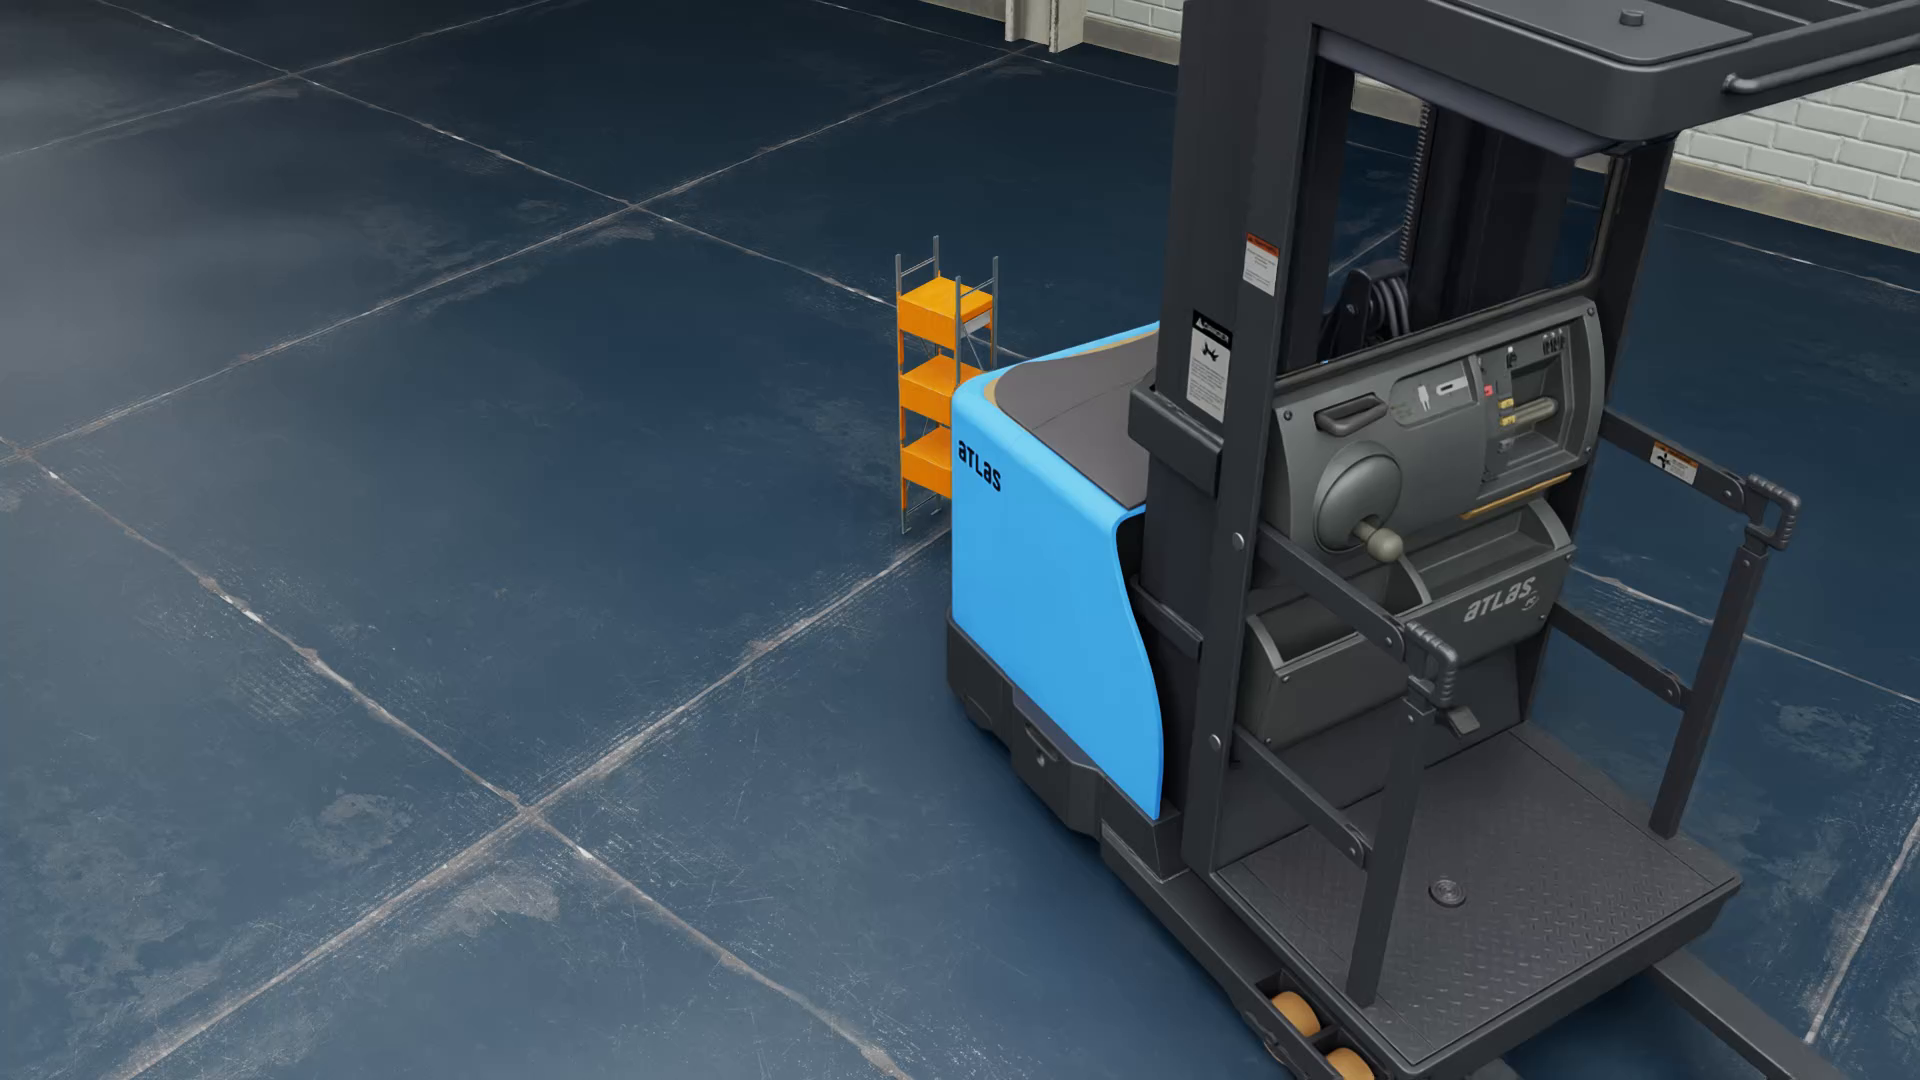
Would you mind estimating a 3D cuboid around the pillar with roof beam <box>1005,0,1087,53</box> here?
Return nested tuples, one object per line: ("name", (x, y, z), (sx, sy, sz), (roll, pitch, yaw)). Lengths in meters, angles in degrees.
("pillar with roof beam", (-2.231, -4.912, 4.953), (0.400, 9.000, 9.100), (25, 42, 32))

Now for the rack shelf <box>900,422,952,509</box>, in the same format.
("rack shelf", (-0.041, -0.214, 5.644), (0.240, 0.259, 0.215), (25, 42, 32))

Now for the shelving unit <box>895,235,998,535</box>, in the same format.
("shelving unit", (-0.041, -0.452, 5.481), (0.252, 1.050, 0.215), (25, 42, 32))

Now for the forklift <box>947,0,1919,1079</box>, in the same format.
("forklift", (1.159, -0.179, 3.422), (1.130, 2.935, 3.031), (-19, 39, -26))

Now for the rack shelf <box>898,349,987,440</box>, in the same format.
("rack shelf", (-0.041, -0.443, 5.487), (0.240, 0.259, 0.215), (25, 42, 32))

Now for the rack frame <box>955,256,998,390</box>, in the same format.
("rack frame", (0.053, -0.408, 5.417), (0.008, 1.050, 0.200), (25, 42, 32))

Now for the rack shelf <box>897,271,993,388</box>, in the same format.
("rack shelf", (-0.041, -0.677, 5.326), (0.240, 0.259, 0.215), (25, 42, 32))

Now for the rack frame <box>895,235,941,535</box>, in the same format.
("rack frame", (-0.135, -0.496, 5.545), (0.008, 1.050, 0.200), (25, 42, 32))
